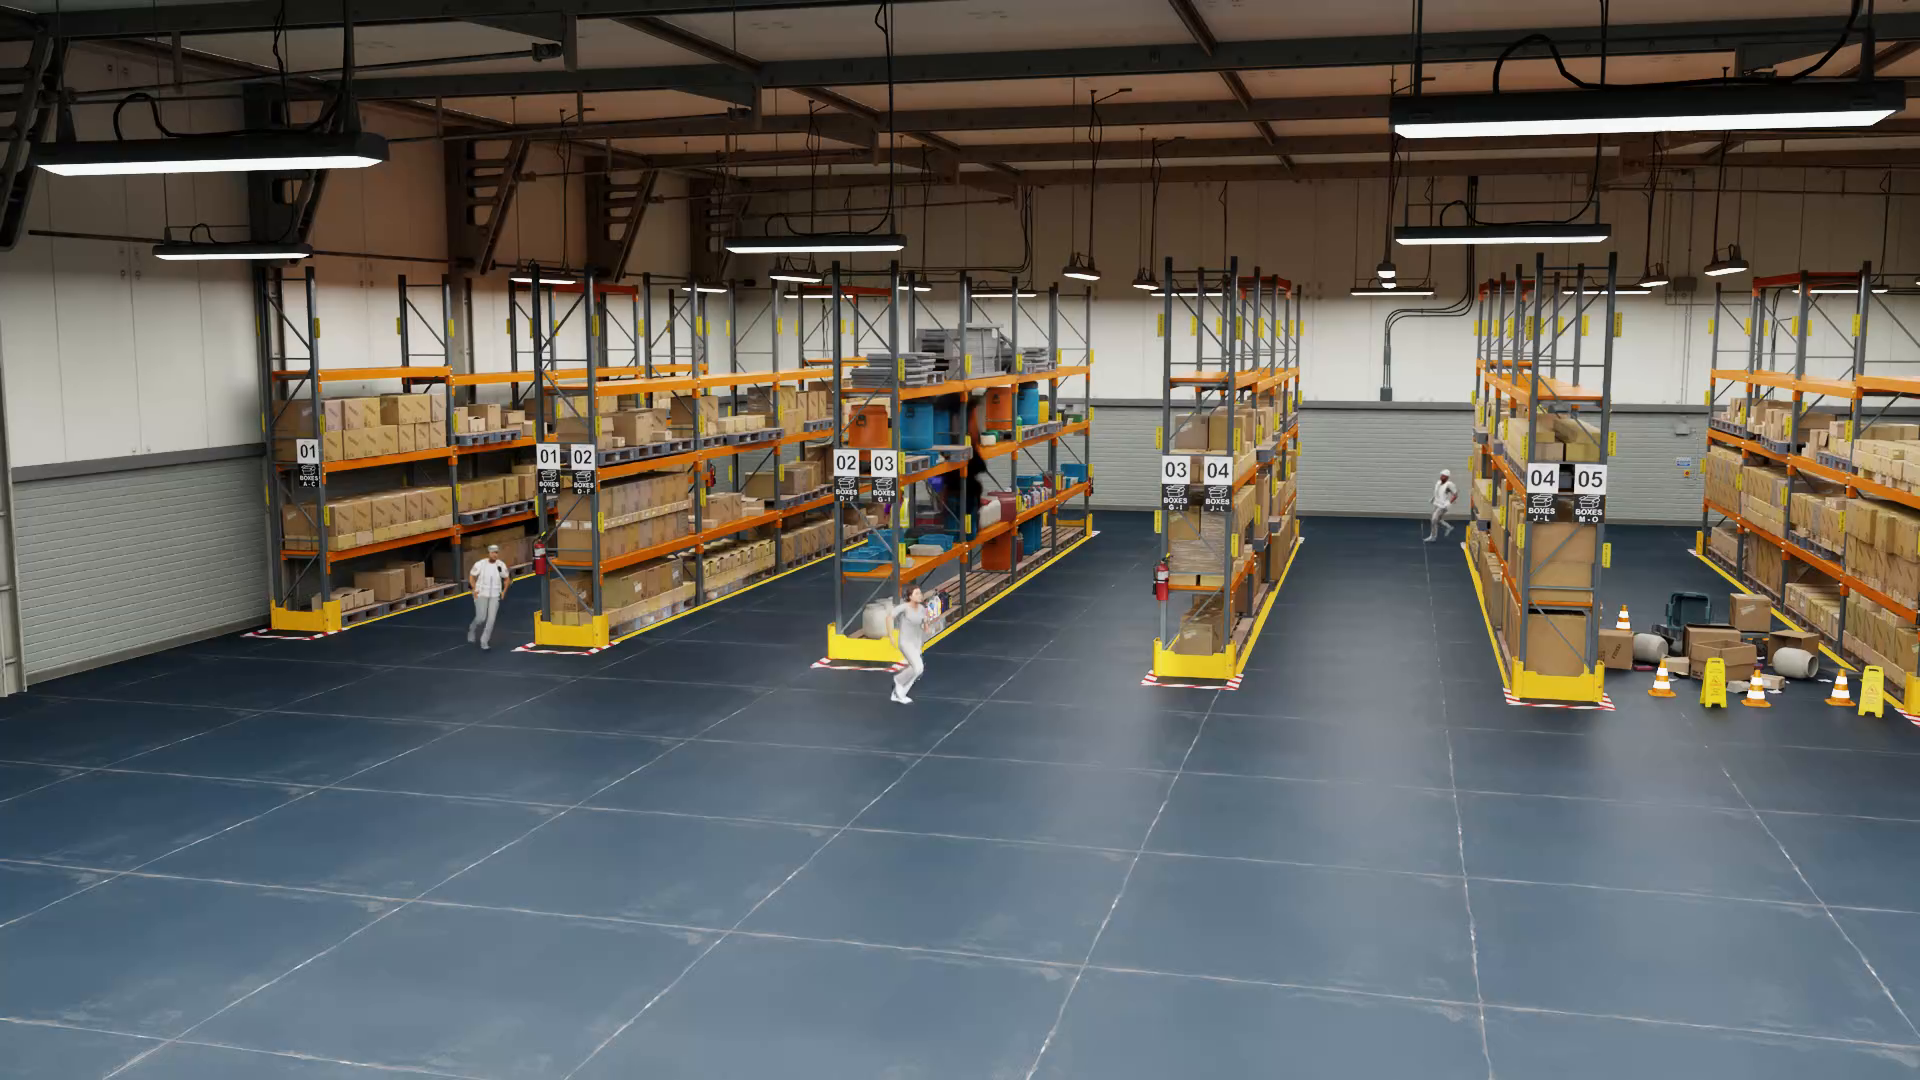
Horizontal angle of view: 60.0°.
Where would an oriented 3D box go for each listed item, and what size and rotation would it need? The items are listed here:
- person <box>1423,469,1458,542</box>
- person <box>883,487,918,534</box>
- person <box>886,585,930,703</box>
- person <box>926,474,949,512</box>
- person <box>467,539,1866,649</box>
[{"bbox_3d":[11.358,-0.798,38.970,0.783,1.730,0.725,-2,8,-19],"label":"person"},{"bbox_3d":[-1.253,-0.255,34.824,0.708,1.765,0.824,1,7,6],"label":"person"},{"bbox_3d":[-0.650,1.393,22.105,0.640,1.602,0.556,7,10,43],"label":"person"},{"bbox_3d":[-0.548,-1.055,41.507,0.598,1.609,0.548,-1,7,-6],"label":"person"},{"bbox_3d":[3.058,0.833,25.365,18.230,1.951,12.215,-4,8,-28],"label":"person"}]
